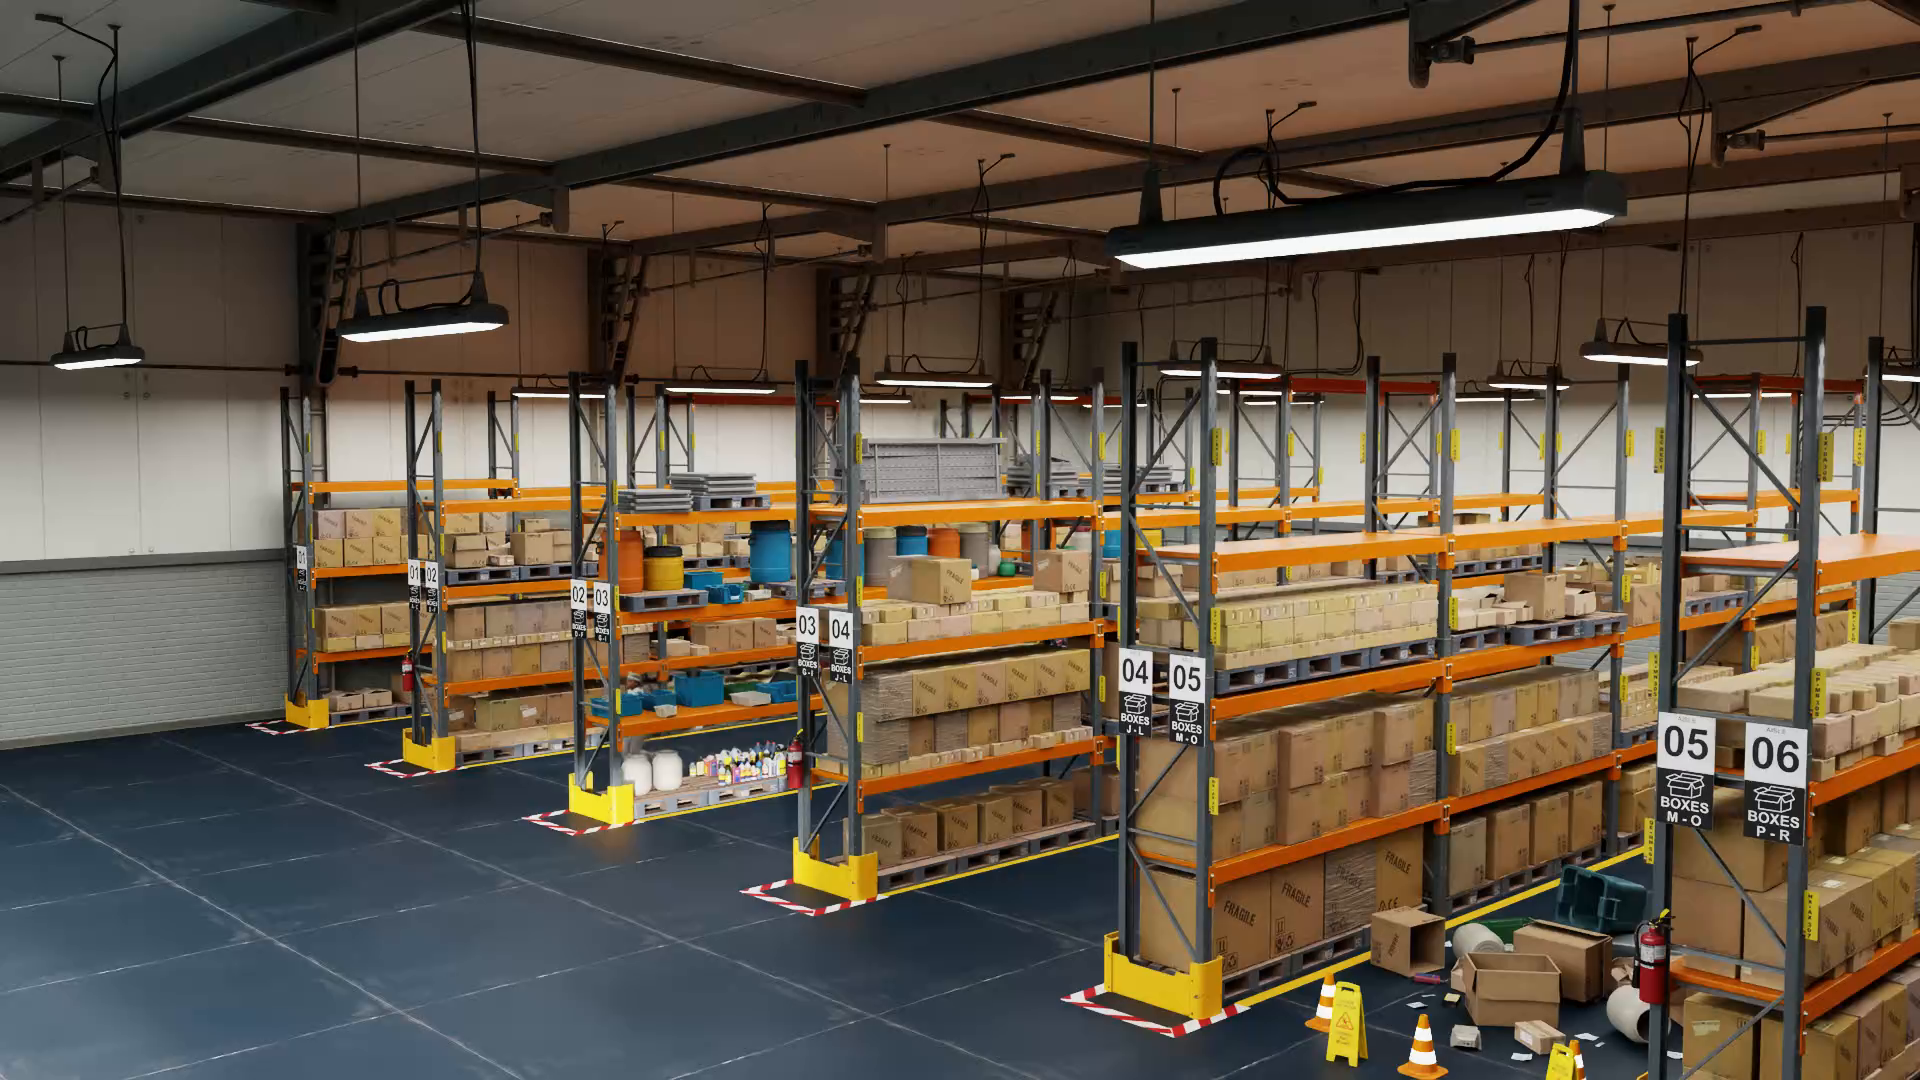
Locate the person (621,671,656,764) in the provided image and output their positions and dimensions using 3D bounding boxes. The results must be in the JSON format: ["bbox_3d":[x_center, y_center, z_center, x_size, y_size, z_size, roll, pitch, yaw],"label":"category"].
[{"bbox_3d":[-4.778,2.768,24.643,0.702,1.685,0.589,-3,5,-42],"label":"person"}]
